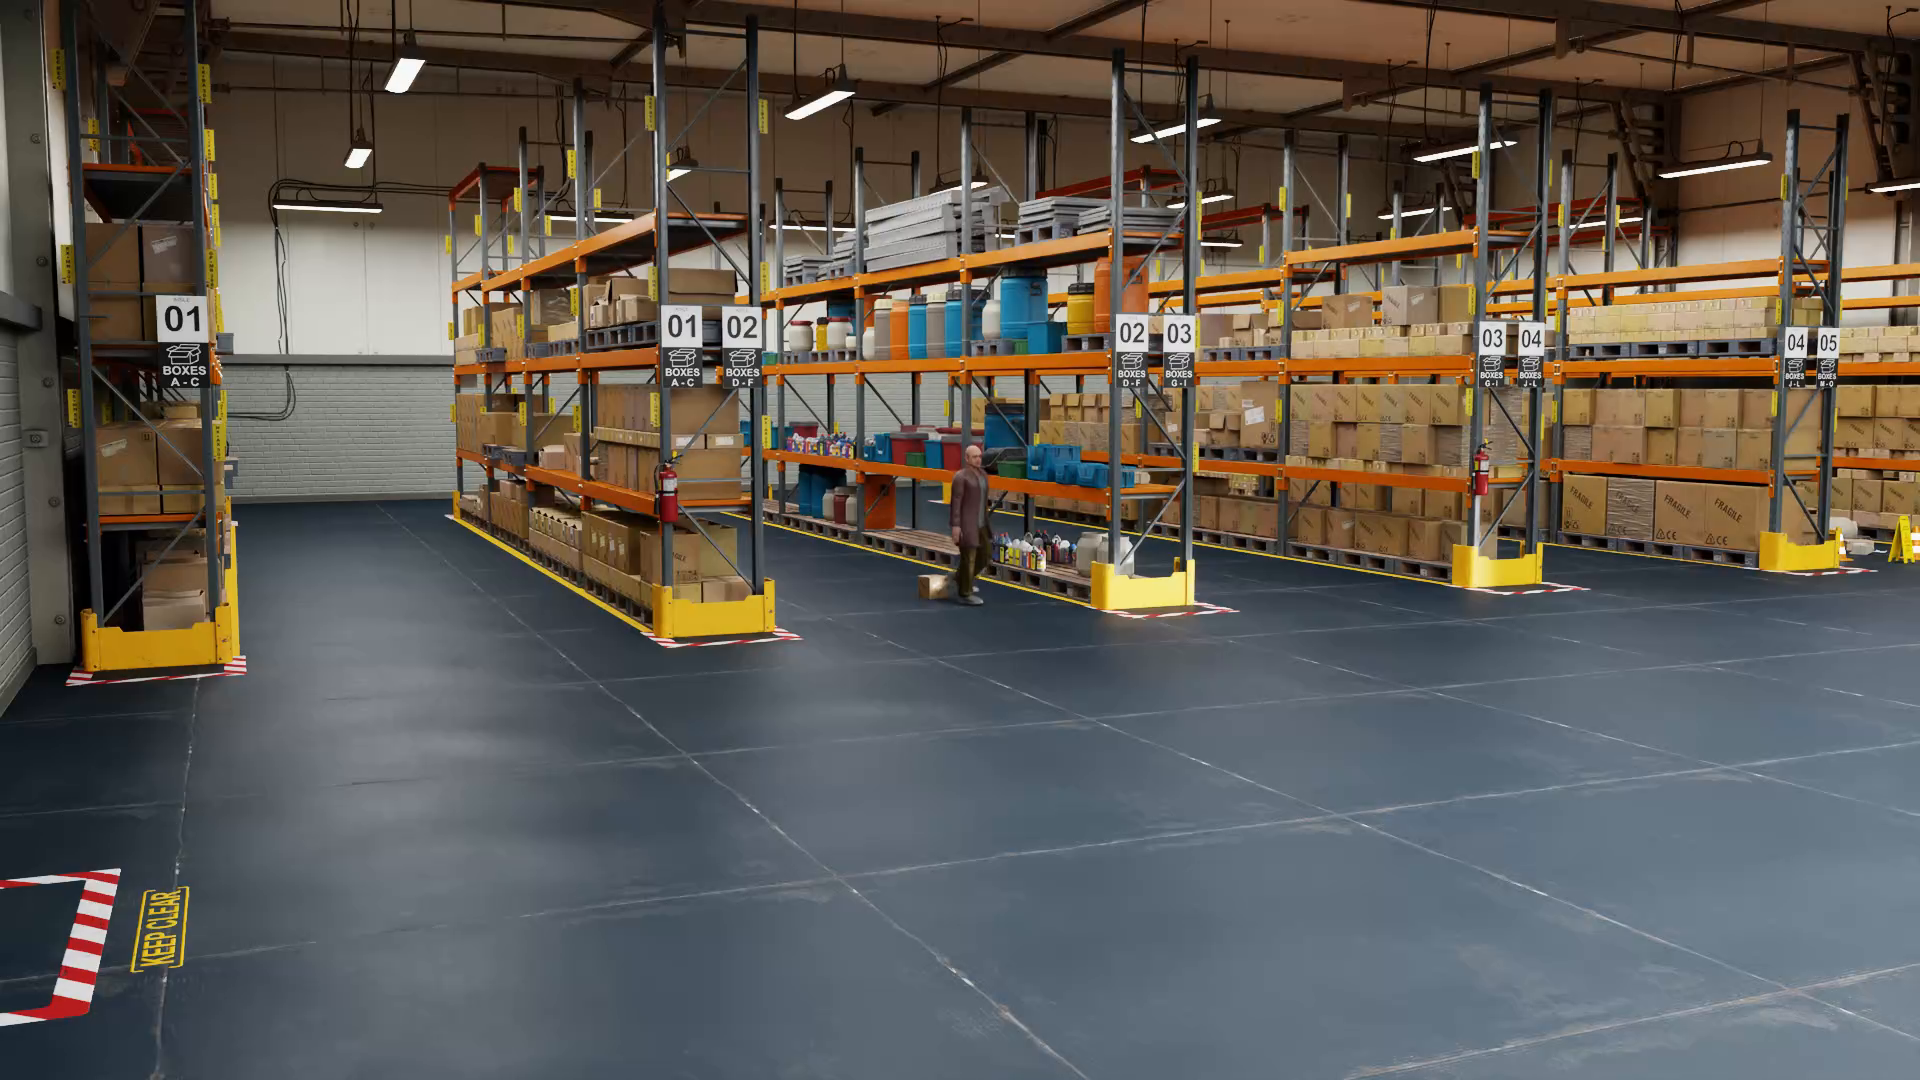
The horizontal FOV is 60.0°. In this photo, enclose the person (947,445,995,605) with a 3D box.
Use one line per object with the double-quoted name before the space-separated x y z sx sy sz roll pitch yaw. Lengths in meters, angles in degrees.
"person" 0.060 -0.173 18.526 0.574 1.773 0.628 4 7 37
